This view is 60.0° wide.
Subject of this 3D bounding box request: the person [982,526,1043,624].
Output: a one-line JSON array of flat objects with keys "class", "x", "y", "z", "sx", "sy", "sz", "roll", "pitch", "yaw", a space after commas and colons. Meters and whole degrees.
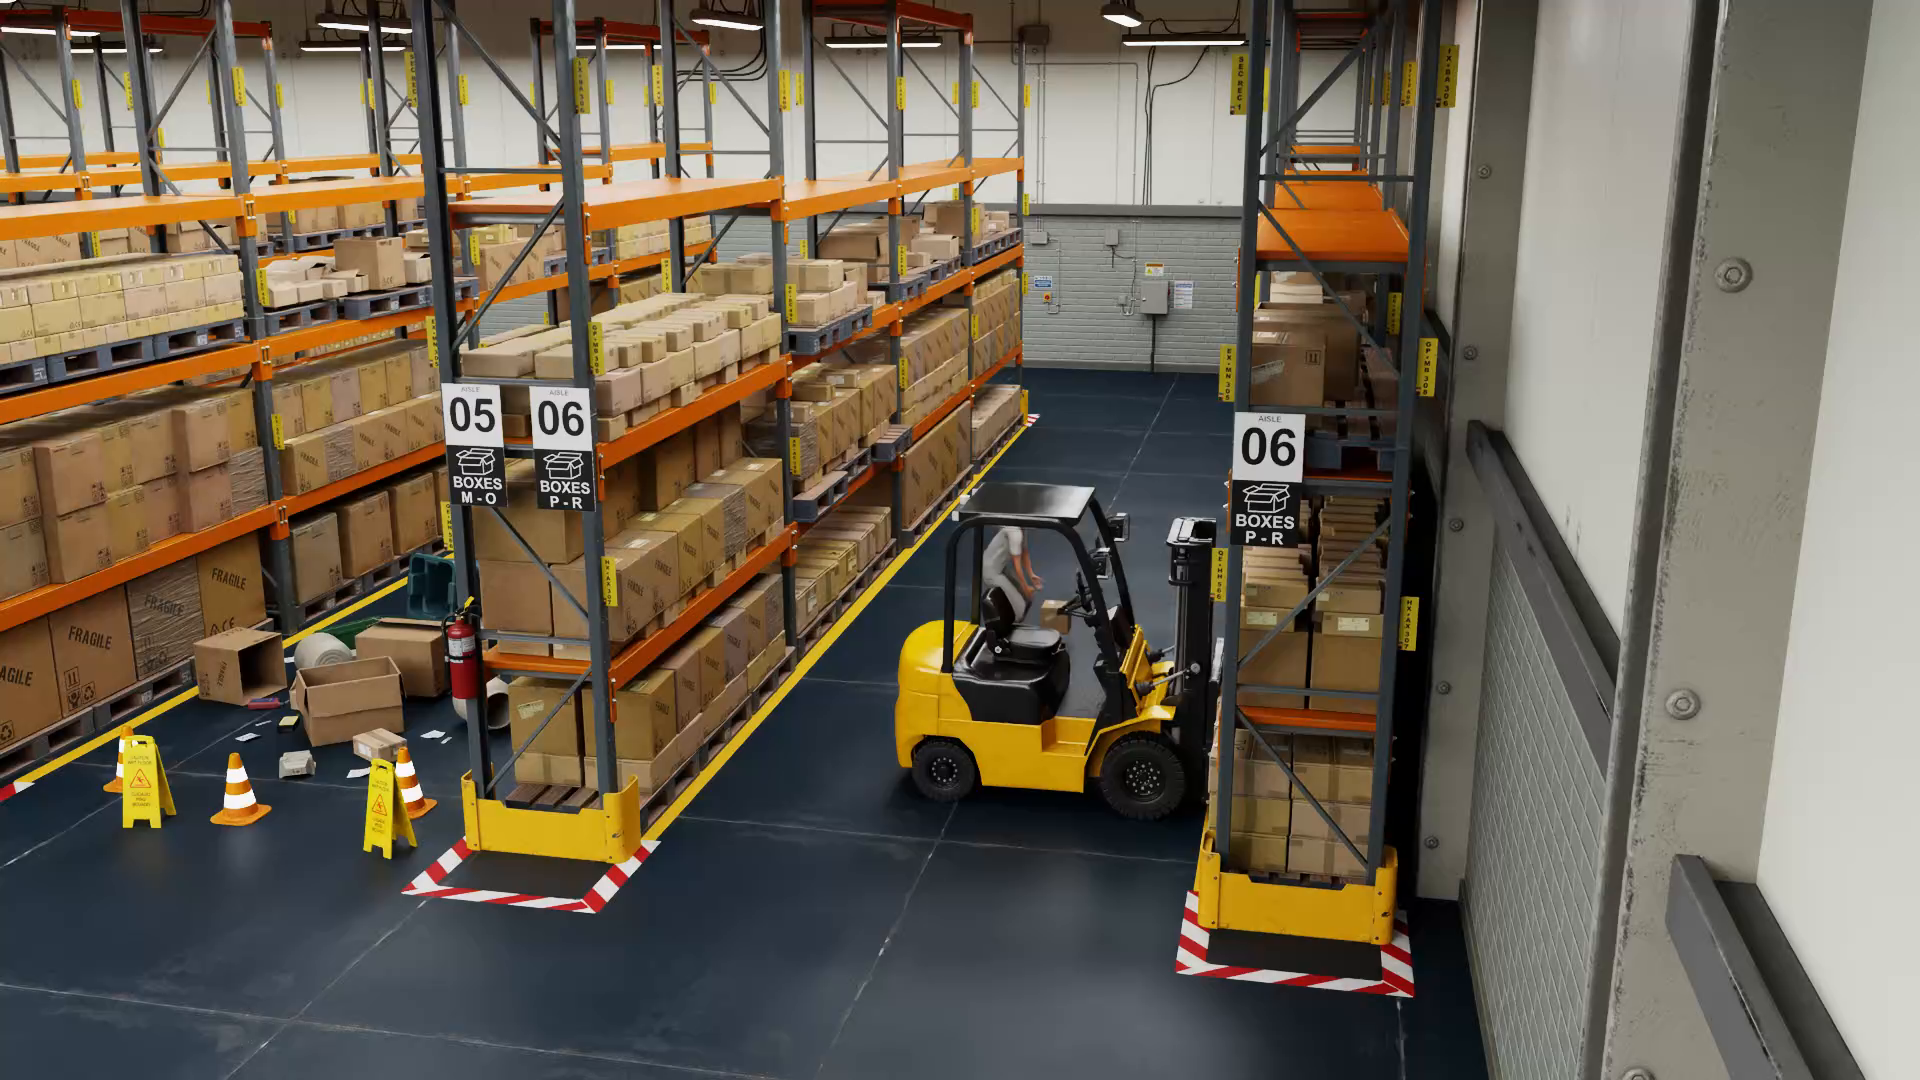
[{"class": "person", "x": 0.484, "y": 0.332, "z": 15.326, "sx": 0.634, "sy": 1.391, "sz": 0.491, "roll": 3, "pitch": 15, "yaw": 11}]
